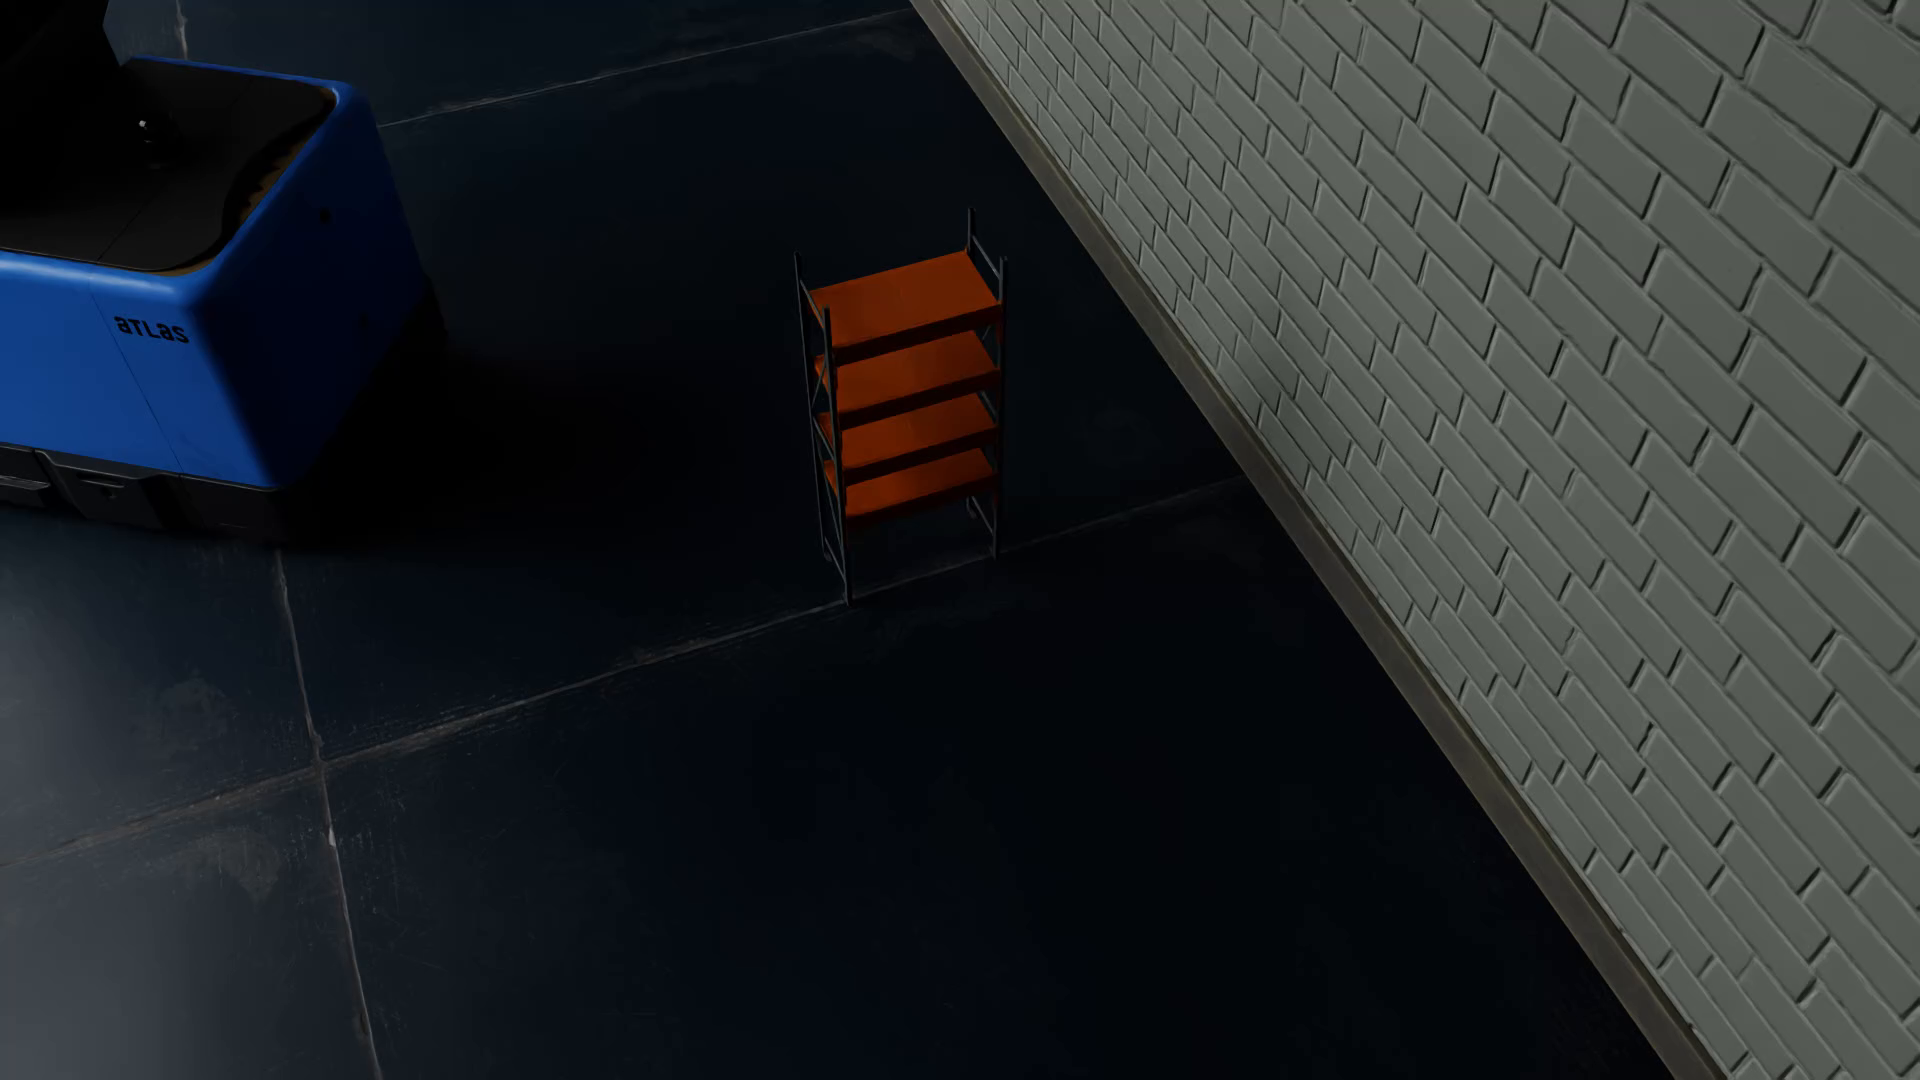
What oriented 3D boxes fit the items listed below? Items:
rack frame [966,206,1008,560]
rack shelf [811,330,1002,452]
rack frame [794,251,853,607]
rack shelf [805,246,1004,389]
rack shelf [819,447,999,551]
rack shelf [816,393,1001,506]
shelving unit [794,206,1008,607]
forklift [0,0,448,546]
[{"bbox_3d":[0.073,-0.413,4.814,0.015,1.200,0.240,-17,52,-14],"label":"rack frame"},{"bbox_3d":[-0.153,-0.445,4.635,0.480,0.148,0.258,-17,52,-14],"label":"rack shelf"},{"bbox_3d":[-0.379,-0.273,4.694,0.015,1.200,0.240,-17,52,-14],"label":"rack frame"},{"bbox_3d":[-0.153,-0.599,4.456,0.480,0.148,0.258,-17,52,-14],"label":"rack shelf"},{"bbox_3d":[-0.153,-0.170,4.956,0.480,0.148,0.258,-17,52,-14],"label":"rack shelf"},{"bbox_3d":[-0.153,-0.300,4.805,0.480,0.148,0.258,-17,52,-14],"label":"rack shelf"},{"bbox_3d":[-0.153,-0.343,4.754,0.503,1.200,0.258,-17,52,-14],"label":"shelving unit"},{"bbox_3d":[-3.343,-1.519,4.623,3.031,2.935,1.130,10,50,8],"label":"forklift"}]
